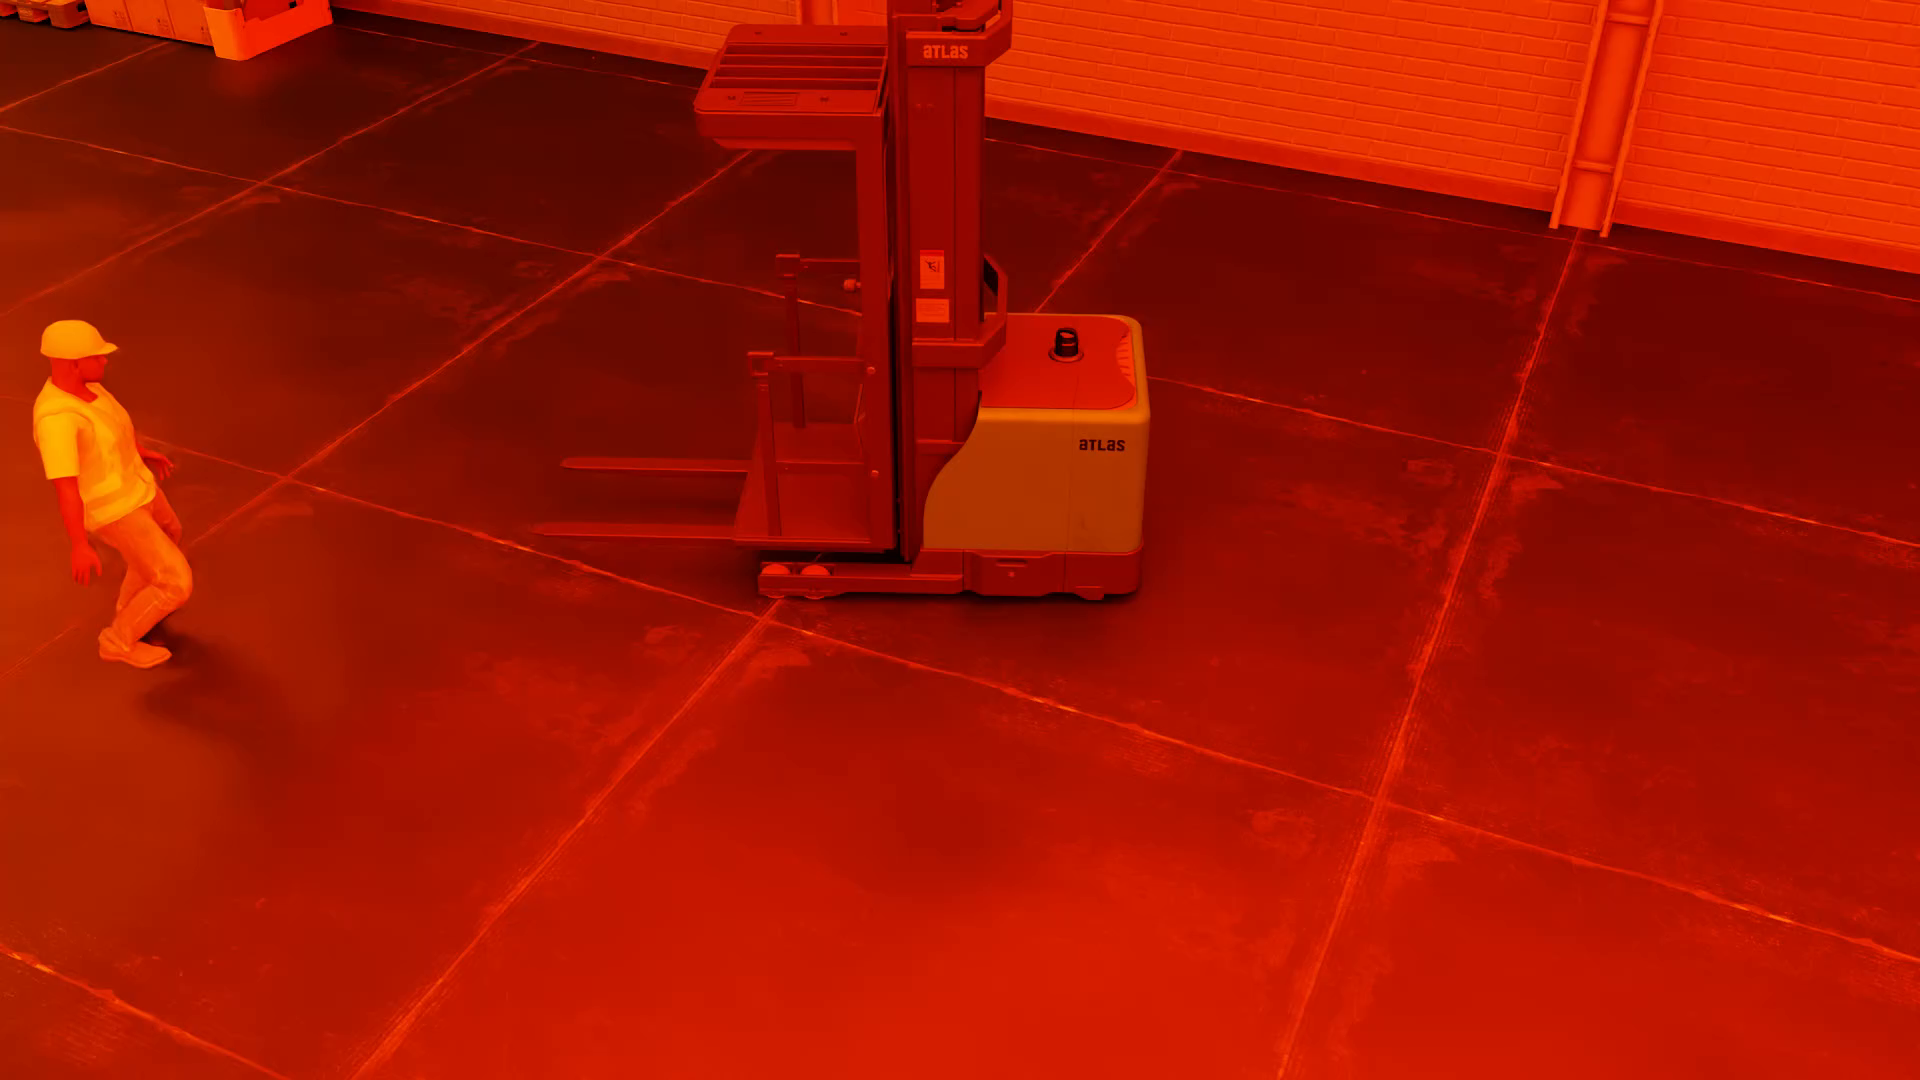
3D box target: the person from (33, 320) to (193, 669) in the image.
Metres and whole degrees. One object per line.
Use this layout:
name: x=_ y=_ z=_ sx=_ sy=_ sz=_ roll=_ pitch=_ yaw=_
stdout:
person: x=-3.771 y=-0.194 z=7.453 sx=0.514 sy=1.669 sz=0.956 roll=-7 pitch=36 yaw=-9

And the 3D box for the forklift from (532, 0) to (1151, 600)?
forklift: x=-0.608 y=-1.208 z=7.780 sx=3.031 sy=2.935 sz=1.130 roll=1 pitch=36 yaw=2
